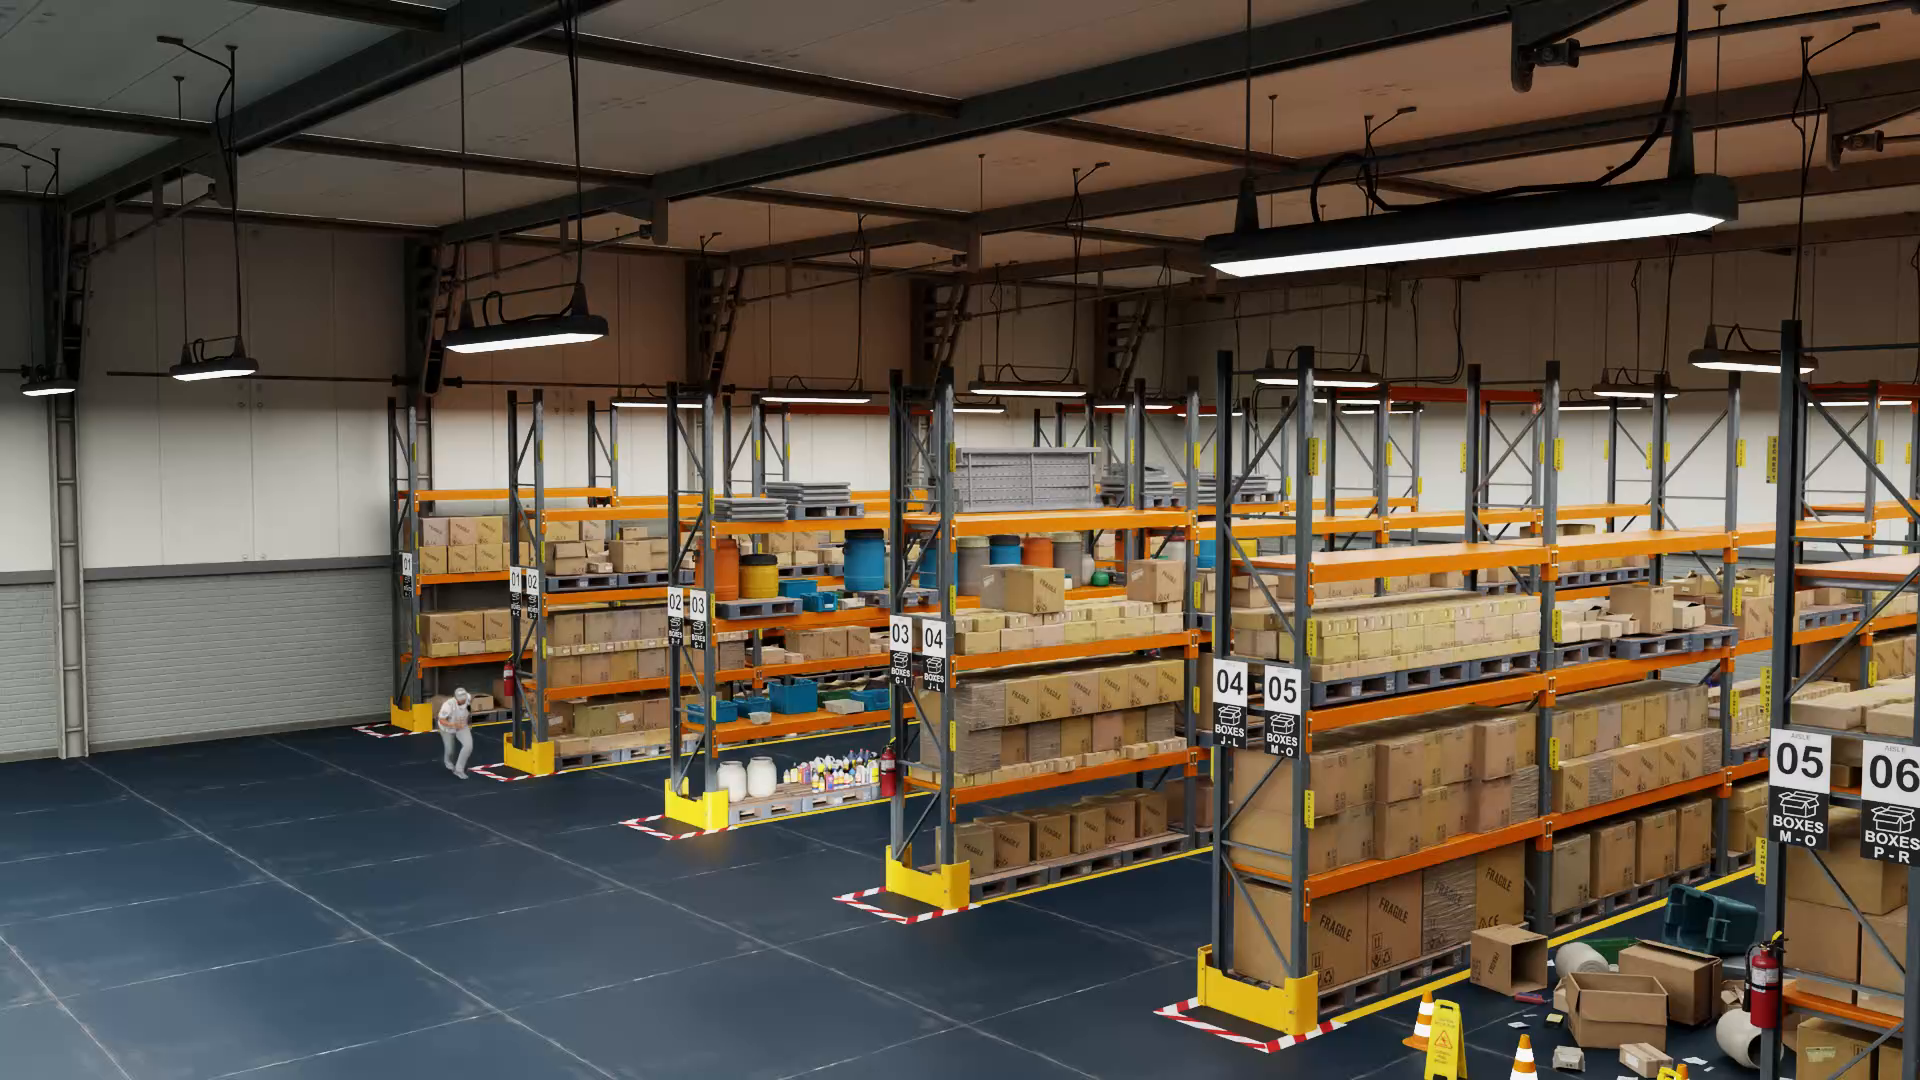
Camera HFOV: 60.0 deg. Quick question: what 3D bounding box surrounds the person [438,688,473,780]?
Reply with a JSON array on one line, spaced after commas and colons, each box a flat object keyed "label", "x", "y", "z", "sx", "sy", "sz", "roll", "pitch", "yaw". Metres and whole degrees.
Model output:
[{"label": "person", "x": -7.849, "y": 2.960, "z": 25.745, "sx": 0.587, "sy": 1.460, "sz": 1.162, "roll": -2, "pitch": 4, "yaw": -36}]

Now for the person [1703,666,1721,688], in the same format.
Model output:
[{"label": "person", "x": 12.430, "y": 2.831, "z": 27.112, "sx": 0.947, "sy": 1.613, "sz": 0.618, "roll": -3, "pitch": 4, "yaw": -38}]
